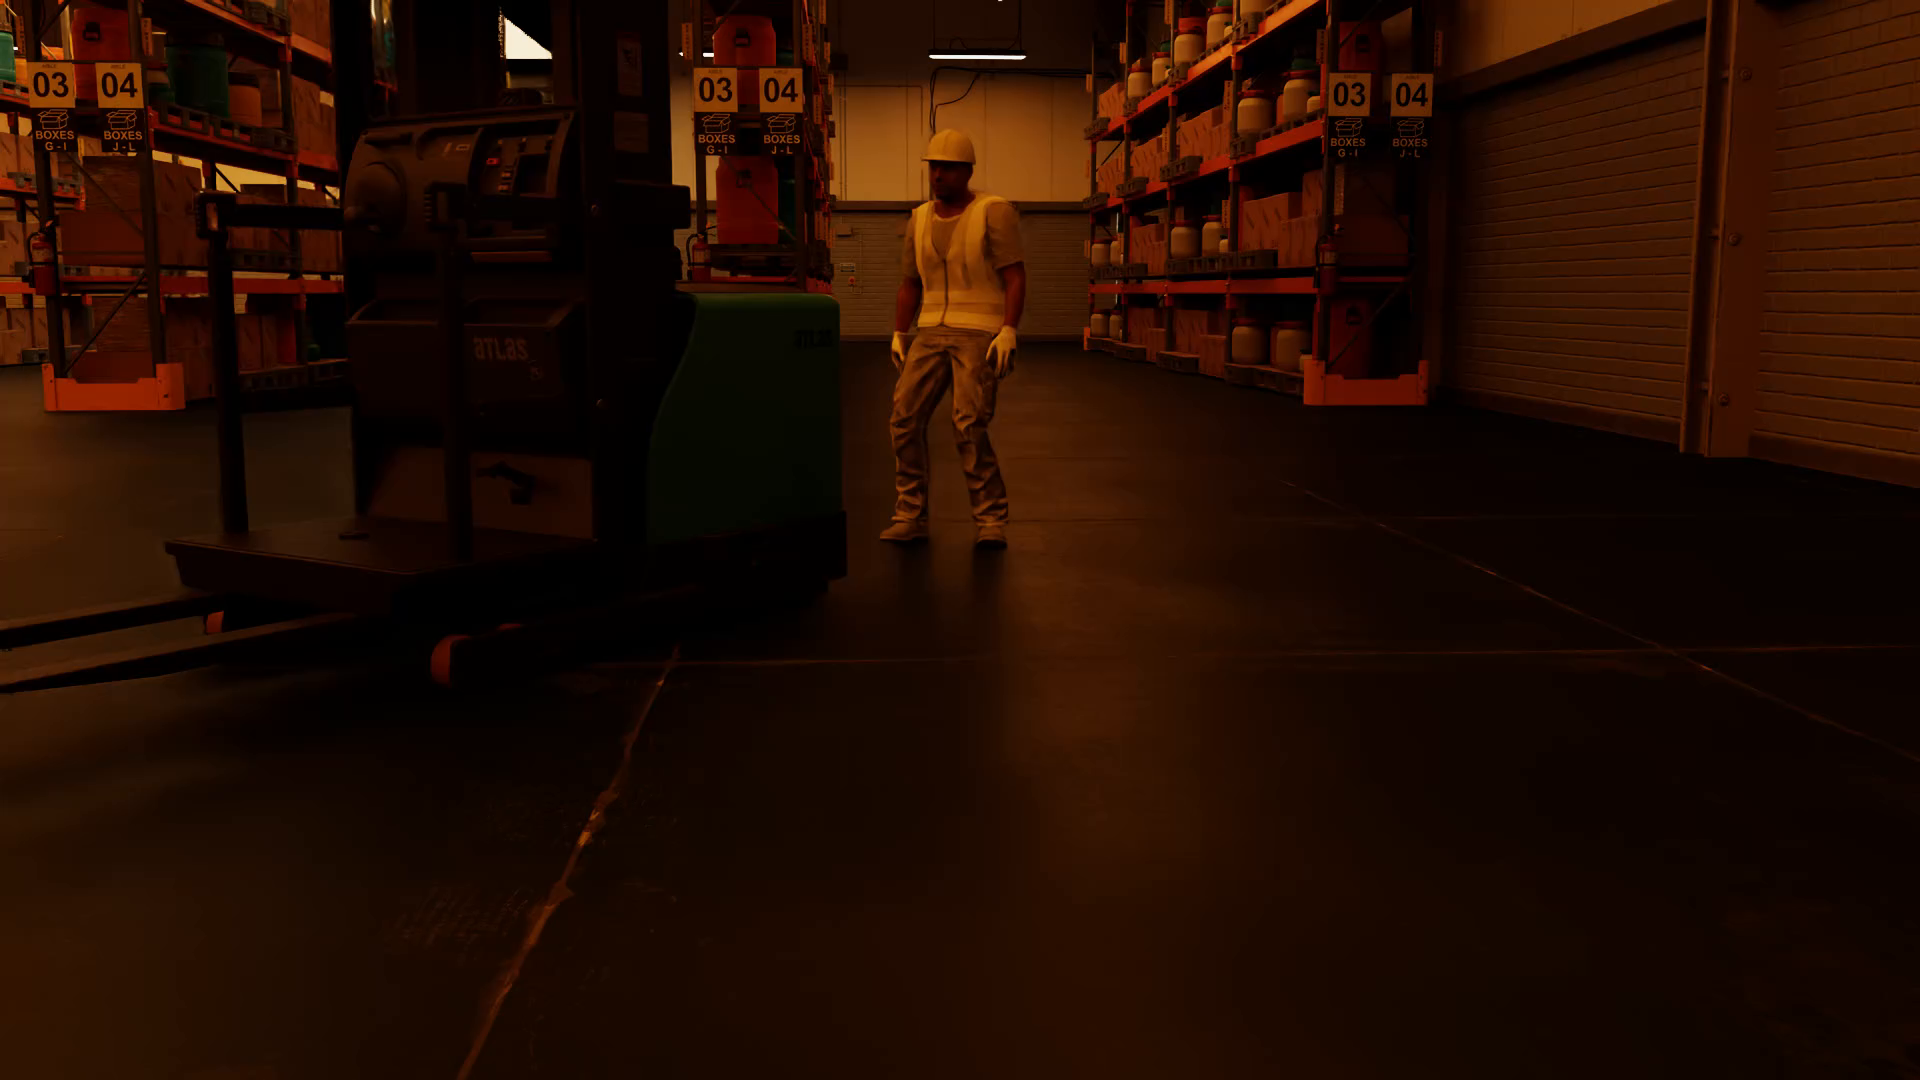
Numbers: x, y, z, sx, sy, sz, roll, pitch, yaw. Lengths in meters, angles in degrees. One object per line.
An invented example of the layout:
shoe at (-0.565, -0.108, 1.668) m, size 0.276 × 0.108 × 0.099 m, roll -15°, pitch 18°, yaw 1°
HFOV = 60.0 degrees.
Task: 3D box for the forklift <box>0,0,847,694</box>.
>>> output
forklift at (-1.620, -1.110, 4.806) m, size 1.130 × 2.935 × 3.031 m, roll 5°, pitch 10°, yaw 32°

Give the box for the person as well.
person at (-0.039, -0.849, 7.084) m, size 0.664 × 1.756 × 0.513 m, roll 6°, pitch 10°, yaw 35°
